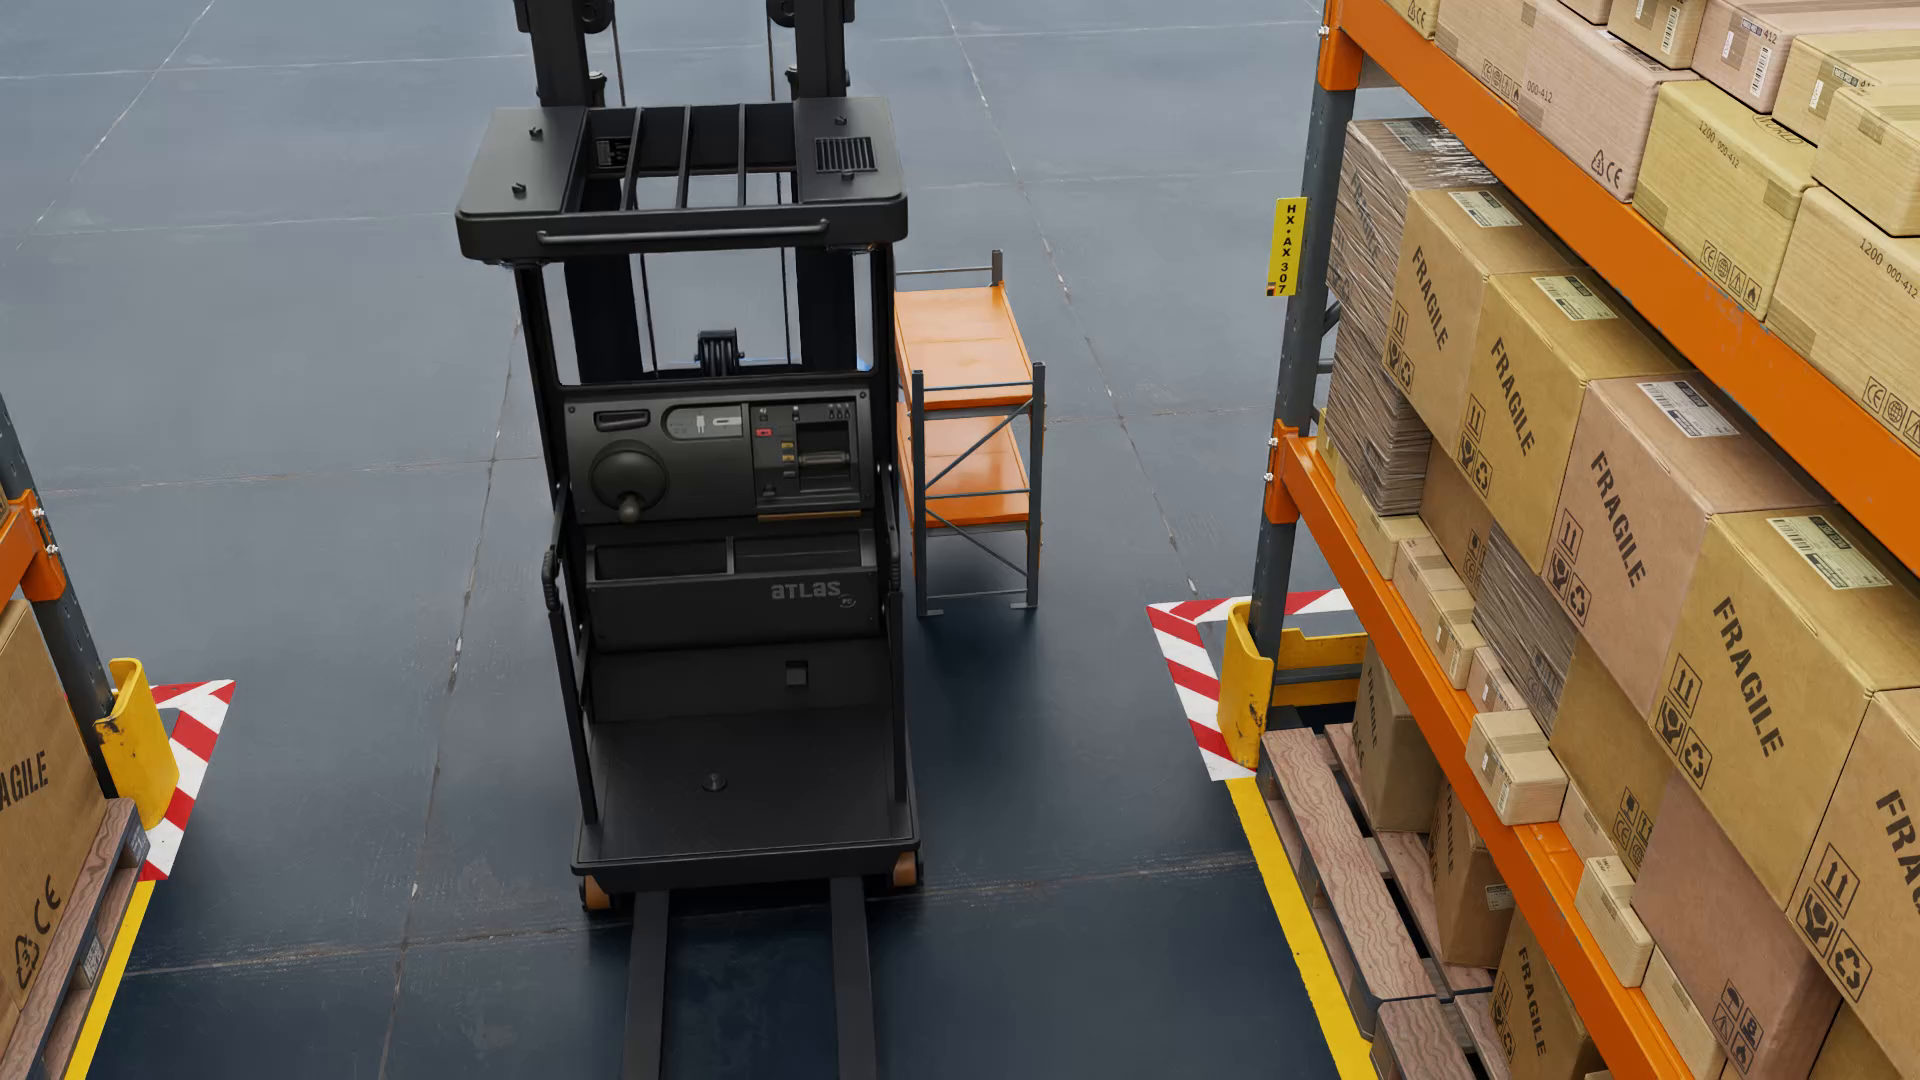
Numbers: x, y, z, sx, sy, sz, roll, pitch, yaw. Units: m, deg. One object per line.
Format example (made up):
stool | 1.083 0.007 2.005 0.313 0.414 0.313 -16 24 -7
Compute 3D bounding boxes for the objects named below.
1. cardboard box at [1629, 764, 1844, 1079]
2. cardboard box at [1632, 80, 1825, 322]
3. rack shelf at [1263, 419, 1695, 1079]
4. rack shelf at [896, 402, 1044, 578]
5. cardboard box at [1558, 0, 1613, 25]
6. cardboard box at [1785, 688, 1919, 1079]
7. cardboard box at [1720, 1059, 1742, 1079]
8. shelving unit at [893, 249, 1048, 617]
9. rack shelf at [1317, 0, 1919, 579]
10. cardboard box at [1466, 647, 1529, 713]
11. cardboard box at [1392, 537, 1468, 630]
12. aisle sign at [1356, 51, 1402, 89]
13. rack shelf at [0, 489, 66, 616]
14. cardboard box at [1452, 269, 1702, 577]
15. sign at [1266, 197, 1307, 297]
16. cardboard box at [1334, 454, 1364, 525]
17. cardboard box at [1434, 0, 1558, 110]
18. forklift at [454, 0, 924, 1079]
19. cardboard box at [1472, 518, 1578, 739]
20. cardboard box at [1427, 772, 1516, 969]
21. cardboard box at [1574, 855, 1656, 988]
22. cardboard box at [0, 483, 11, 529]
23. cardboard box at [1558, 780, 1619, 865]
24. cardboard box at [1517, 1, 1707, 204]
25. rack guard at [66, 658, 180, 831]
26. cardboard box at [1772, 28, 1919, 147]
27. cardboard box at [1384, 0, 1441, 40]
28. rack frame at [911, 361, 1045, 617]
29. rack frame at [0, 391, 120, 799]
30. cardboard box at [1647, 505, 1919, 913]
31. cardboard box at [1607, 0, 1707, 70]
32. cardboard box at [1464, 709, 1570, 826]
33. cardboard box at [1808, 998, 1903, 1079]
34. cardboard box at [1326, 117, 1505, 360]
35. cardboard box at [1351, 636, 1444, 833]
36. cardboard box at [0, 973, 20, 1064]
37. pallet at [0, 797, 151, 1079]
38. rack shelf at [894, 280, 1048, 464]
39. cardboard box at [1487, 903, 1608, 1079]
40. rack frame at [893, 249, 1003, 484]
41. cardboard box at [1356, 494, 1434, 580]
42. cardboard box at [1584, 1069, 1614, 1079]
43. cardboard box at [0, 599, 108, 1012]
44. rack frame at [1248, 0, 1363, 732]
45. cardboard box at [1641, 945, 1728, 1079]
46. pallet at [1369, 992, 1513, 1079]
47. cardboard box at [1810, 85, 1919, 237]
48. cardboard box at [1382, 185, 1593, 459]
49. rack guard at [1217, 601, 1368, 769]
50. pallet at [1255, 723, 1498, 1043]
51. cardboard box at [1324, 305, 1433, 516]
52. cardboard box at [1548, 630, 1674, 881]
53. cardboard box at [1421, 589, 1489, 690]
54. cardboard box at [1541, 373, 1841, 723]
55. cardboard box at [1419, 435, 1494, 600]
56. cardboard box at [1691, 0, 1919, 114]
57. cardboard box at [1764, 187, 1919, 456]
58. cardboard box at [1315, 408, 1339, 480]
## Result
cardboard box | 1.890 0.671 3.249 0.875 0.500 0.500 -4 35 -6
cardboard box | 1.572 -0.623 2.970 0.500 0.250 0.500 -3 34 -5
rack shelf | 1.820 0.825 4.014 1.077 0.370 4.000 -4 35 -6
rack shelf | 0.001 -0.259 7.065 0.538 0.278 1.000 -4 35 -6
cardboard box | 1.448 -1.182 3.437 0.380 0.149 0.250 -4 35 -7
cardboard box | 1.687 0.557 2.528 0.500 0.500 0.500 -4 35 -6
cardboard box | 1.723 1.085 3.217 0.380 0.149 0.250 -4 35 -6
shelving unit | 0.001 -0.461 6.928 0.538 1.125 1.048 -4 35 -6
rack shelf | 1.820 -0.414 3.170 1.077 0.370 4.000 -4 35 -6
cardboard box | 1.527 0.390 4.237 0.380 0.149 0.250 -4 35 -6
cardboard box | 1.440 0.112 4.645 0.380 0.149 0.250 -4 35 -6
aisle sign | 1.245 -1.674 4.735 0.394 0.787 0.004 -4 35 -6
rack shelf | -3.109 1.144 3.546 1.077 0.370 4.000 -4 35 -6
cardboard box | 1.483 -0.280 3.756 0.500 0.500 0.500 -4 35 -6
sign | 1.013 -0.905 5.145 0.100 0.325 0.005 -4 35 -6
cardboard box | 1.367 -0.166 5.053 0.380 0.149 0.250 -4 35 -6
cardboard box | 1.435 -1.190 3.802 0.500 0.250 0.500 -5 35 -7
forklift | -0.712 -0.201 4.942 1.130 2.935 3.031 -3 34 -5
cardboard box | 1.808 0.109 4.074 0.875 0.500 0.500 -4 35 -6
cardboard box | 1.732 0.952 5.036 0.500 0.500 0.500 4 35 6
cardboard box | 1.581 0.812 3.618 0.380 0.149 0.250 -4 35 -6
cardboard box | -3.283 -0.127 4.640 0.875 0.550 0.550 -4 35 -6
cardboard box | 1.623 0.667 3.831 0.380 0.149 0.250 -4 35 -6
cardboard box | 1.497 -0.913 3.396 0.500 0.250 0.500 -4 35 -7
rack guard | -3.381 0.751 5.705 1.175 0.500 0.348 -4 35 -6
cardboard box | 1.627 -0.750 2.802 0.380 0.149 0.250 -6 35 -8
cardboard box | 1.359 -1.477 4.224 0.500 0.250 0.500 -3 34 -5
rack frame | 0.069 -0.177 6.511 0.500 1.125 0.032 -4 35 -6
rack frame | -3.378 -0.269 4.981 1.000 3.000 0.127 -4 35 -6
cardboard box | 1.620 0.278 2.937 0.500 0.500 0.500 -4 35 -6
cardboard box | 1.500 -1.031 3.215 0.380 0.149 0.250 -6 35 -9
cardboard box | 1.458 0.537 4.021 0.380 0.149 0.250 -4 35 -6
cardboard box | 2.057 0.942 2.851 0.875 0.500 0.500 -4 35 -6
cardboard box | 1.354 -0.838 4.575 0.500 0.500 0.500 -4 35 -6
cardboard box | 1.618 0.621 5.522 0.500 0.500 0.500 2 34 2
cardboard box | -3.101 1.300 4.193 0.875 0.875 0.875 -5 35 -7
pallet | -3.193 1.324 5.120 1.003 0.211 1.213 -4 35 -6
rack shelf | 0.001 -0.703 6.763 0.538 0.278 1.000 -4 35 -6
cardboard box | 1.798 1.303 4.521 0.500 0.500 0.500 -1 34 -2
rack frame | -0.067 -0.745 7.344 0.500 1.125 0.032 -4 35 -6
cardboard box | 1.386 -0.026 4.847 0.380 0.149 0.250 -4 35 -6
cardboard box | 1.828 1.618 4.059 0.500 0.500 0.500 -7 35 -11
cardboard box | -3.221 0.809 4.913 0.875 0.875 0.875 -4 34 -6
rack frame | 1.551 -0.588 5.449 1.000 3.000 0.127 -4 35 -6
cardboard box | 1.649 0.949 3.417 0.380 0.149 0.250 -4 35 -6
pallet | 1.796 1.742 4.507 1.003 0.211 1.213 -4 35 -6
cardboard box | 1.576 -0.593 2.572 0.380 0.149 0.250 -3 34 -4
cardboard box | 1.415 -0.558 4.165 0.500 0.500 0.500 -4 35 -6
rack guard | 1.561 0.487 6.091 1.175 0.500 0.348 -4 35 -6
pallet | 1.635 1.063 5.503 1.003 0.211 1.213 -4 35 -6
cardboard box | 1.597 -0.443 4.884 0.875 0.500 0.500 -4 35 -6
cardboard box | 1.864 0.389 3.663 0.875 0.500 0.500 -4 35 -6
cardboard box | 1.467 0.252 4.439 0.380 0.149 0.250 -4 35 -6
cardboard box | 1.557 -0.001 3.347 0.500 0.500 0.500 -4 35 -6
cardboard box | 1.783 -0.173 4.488 0.875 0.500 0.500 -4 35 -6
cardboard box | 1.579 -0.895 3.016 0.380 0.149 0.250 -5 35 -7
cardboard box | 1.635 -0.344 2.561 0.500 0.250 0.500 -5 35 -7
cardboard box | 1.353 -0.307 5.260 0.380 0.149 0.250 -4 35 -6
